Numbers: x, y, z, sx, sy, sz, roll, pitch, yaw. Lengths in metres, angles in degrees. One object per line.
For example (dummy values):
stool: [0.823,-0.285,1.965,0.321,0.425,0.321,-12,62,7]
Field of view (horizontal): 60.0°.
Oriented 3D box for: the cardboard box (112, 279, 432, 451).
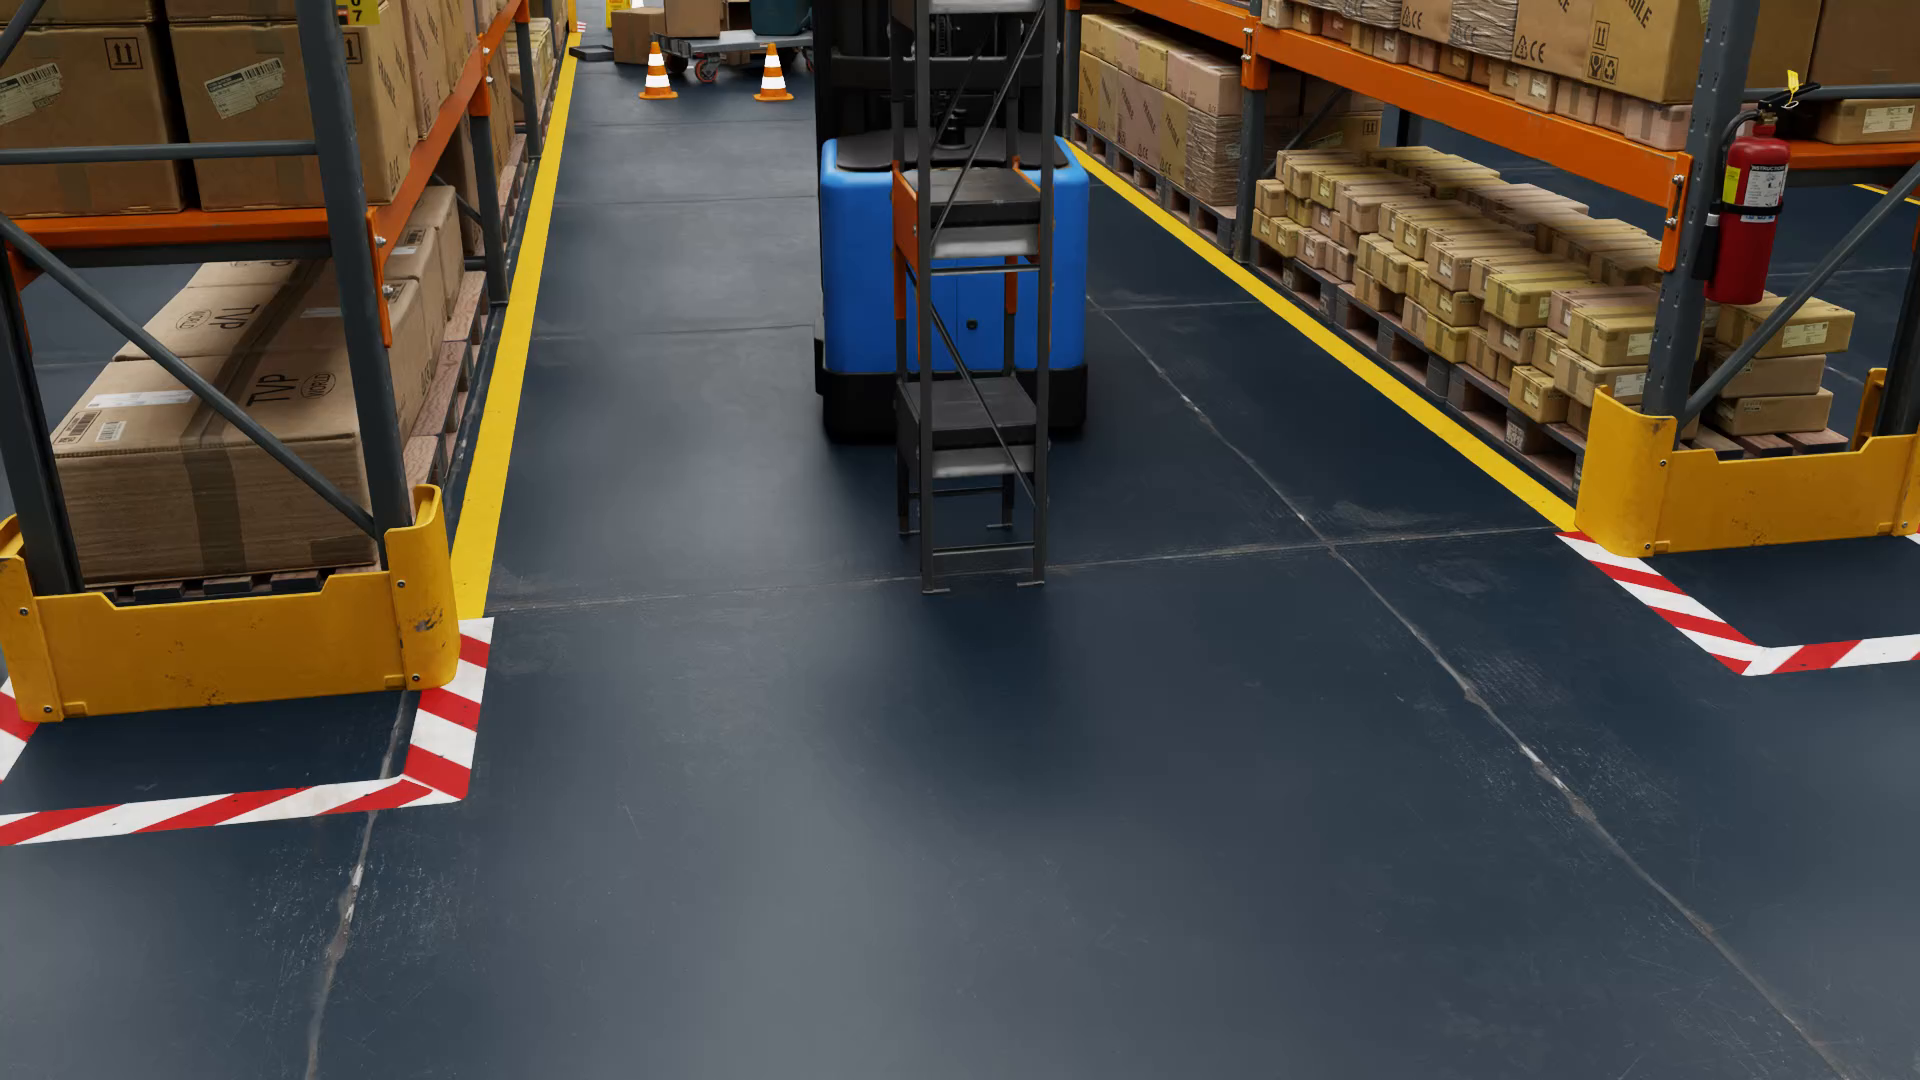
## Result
cardboard box: [-2.467,-0.614,6.086,0.875,0.438,0.875,-4,24,-8]

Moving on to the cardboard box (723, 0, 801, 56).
cardboard box: [-2.034,-5.325,17.145,0.797,0.637,0.503,-4,24,-10]

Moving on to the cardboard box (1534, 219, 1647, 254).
cardboard box: [2.751,-1.297,7.265,0.380,0.149,0.250,-4,24,-9]

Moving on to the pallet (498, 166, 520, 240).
pallet: [-3.255,-2.059,10.200,1.003,0.211,1.213,-4,24,-10]

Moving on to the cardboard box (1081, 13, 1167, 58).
cardboard box: [1.187,-3.639,11.995,0.500,0.250,0.500,-5,24,-12]

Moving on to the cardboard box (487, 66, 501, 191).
cardboard box: [-3.177,-2.369,9.557,0.875,0.875,0.875,-4,24,-8]

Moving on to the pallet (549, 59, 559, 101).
pallet: [-4.143,-4.121,14.921,1.003,0.211,1.213,-4,24,-10]

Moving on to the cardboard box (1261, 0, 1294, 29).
cardboard box: [1.768,-2.713,8.529,0.380,0.149,0.250,-3,24,-8]

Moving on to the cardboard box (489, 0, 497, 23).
cardboard box: [-2.728,-2.885,8.796,0.500,0.250,0.500,-5,24,-11]

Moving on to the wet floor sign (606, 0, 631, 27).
wet floor sign: [-4.012,-6.353,19.490,0.267,0.644,0.232,4,24,9]

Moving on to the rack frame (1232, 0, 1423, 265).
rack frame: [2.037,-2.964,8.789,1.000,3.000,0.127,-4,24,-10]

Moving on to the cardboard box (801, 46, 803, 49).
cardboard box: [-1.570,-5.398,17.777,0.396,0.266,0.258,0,24,-1]

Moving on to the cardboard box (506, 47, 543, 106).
cardboard box: [-3.788,-3.632,13.077,0.950,0.372,0.625,-5,24,-11]

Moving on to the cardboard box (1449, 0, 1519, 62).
cardboard box: [2.247,-2.132,6.388,0.500,0.500,0.500,-4,24,-10]

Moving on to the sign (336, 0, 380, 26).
sign: [-1.523,-1.456,4.156,0.100,0.325,0.005,-4,24,-10]

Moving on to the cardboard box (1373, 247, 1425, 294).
cardboard box: [2.085,-1.215,7.450,0.380,0.149,0.250,-4,24,-9]

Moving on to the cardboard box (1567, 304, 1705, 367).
cardboard box: [2.430,-0.739,5.988,0.380,0.149,0.250,-4,24,-9]

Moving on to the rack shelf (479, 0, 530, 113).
rack shelf: [-3.179,-3.015,9.804,1.077,0.370,4.000,-4,24,-10]

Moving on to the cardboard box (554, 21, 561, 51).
cardboard box: [-4.132,-4.889,16.107,0.500,0.250,0.500,-5,24,-12]

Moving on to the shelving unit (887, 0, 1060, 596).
shelving unit: [0.031,-0.897,5.181,0.431,2.100,0.503,-4,24,-10]

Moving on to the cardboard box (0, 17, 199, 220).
cardboard box: [-2.419,-1.201,4.626,0.500,0.500,0.500,-4,24,-9]

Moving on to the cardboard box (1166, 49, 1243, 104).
cardboard box: [1.569,-2.832,10.148,0.500,0.250,0.500,-3,24,-7]

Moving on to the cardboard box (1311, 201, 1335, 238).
cardboard box: [2.005,-1.634,8.409,0.380,0.149,0.250,-4,24,-10]

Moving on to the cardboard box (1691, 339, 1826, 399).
cardboard box: [2.932,-0.638,6.129,0.380,0.149,0.250,-3,24,-8]

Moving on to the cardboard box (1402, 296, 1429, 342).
cardboard box: [2.165,-0.973,7.267,0.380,0.149,0.250,-4,24,-9]

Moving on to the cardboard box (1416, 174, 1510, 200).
cardboard box: [2.469,-1.699,8.187,0.380,0.149,0.250,-4,24,-8]

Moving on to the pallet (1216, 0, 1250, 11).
pallet: [2.038,-3.188,9.540,1.003,0.211,1.213,-4,24,-10]

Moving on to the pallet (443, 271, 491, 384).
pallet: [-2.745,-0.975,7.719,1.003,0.211,1.213,-4,24,-10]

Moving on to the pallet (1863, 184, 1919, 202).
pallet: [6.713,-2.311,10.779,1.003,0.211,1.213,-4,24,-10]

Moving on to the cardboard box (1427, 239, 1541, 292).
cardboard box: [2.177,-1.142,6.912,0.380,0.149,0.250,-3,24,-8]

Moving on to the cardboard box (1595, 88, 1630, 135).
cardboard box: [2.429,-1.483,5.713,0.380,0.149,0.250,-4,24,-10]

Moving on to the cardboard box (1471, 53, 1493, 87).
cardboard box: [2.287,-1.896,6.657,0.380,0.149,0.250,-5,24,-12]

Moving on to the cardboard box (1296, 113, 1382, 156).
cardboard box: [2.161,-2.321,9.916,0.500,0.500,0.500,-3,24,-8]

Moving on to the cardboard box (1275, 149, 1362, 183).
cardboard box: [1.897,-1.972,8.811,0.380,0.149,0.250,-3,24,-8]

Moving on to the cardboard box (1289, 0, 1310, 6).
cardboard box: [1.881,-2.933,8.221,0.500,0.500,0.500,-5,24,-11]

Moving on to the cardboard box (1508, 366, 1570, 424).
cardboard box: [2.327,-0.562,6.326,0.380,0.149,0.250,-4,24,-8]

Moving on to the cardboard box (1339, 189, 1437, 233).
cardboard box: [2.022,-1.556,7.859,0.380,0.149,0.250,-4,24,-9]

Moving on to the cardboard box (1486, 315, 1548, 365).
cardboard box: [2.301,-0.804,6.508,0.380,0.149,0.250,-5,24,-12]

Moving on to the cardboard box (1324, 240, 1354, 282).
cardboard box: [2.031,-1.388,8.218,0.380,0.149,0.250,-5,24,-11]

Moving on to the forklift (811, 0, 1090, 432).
forklift: [-0.109,-2.317,7.394,1.130,2.935,3.031,-2,24,-3]

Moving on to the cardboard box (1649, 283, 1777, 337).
cardboard box: [2.844,-0.880,6.311,0.380,0.149,0.250,-4,24,-9]

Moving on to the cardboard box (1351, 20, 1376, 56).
cardboard box: [2.016,-2.305,7.593,0.380,0.149,0.250,-4,24,-9]

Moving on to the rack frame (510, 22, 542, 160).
rack frame: [-3.549,-4.131,11.461,1.000,3.000,0.127,-4,24,-10]

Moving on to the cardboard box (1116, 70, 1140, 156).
cardboard box: [1.373,-2.888,11.214,0.500,0.500,0.500,-5,24,-11]

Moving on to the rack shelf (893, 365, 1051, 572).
rack shelf: [0.031,-0.243,5.466,0.431,0.518,0.480,-4,24,-10]

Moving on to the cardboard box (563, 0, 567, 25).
cardboard box: [-4.526,-5.708,17.982,0.500,0.250,0.500,-4,24,-10]

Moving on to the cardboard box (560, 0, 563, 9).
cardboard box: [-4.337,-5.646,16.905,0.500,0.500,0.500,-3,24,-7]

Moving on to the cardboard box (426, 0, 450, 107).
cardboard box: [-2.182,-1.835,6.078,0.500,0.500,0.500,-4,24,-8]
